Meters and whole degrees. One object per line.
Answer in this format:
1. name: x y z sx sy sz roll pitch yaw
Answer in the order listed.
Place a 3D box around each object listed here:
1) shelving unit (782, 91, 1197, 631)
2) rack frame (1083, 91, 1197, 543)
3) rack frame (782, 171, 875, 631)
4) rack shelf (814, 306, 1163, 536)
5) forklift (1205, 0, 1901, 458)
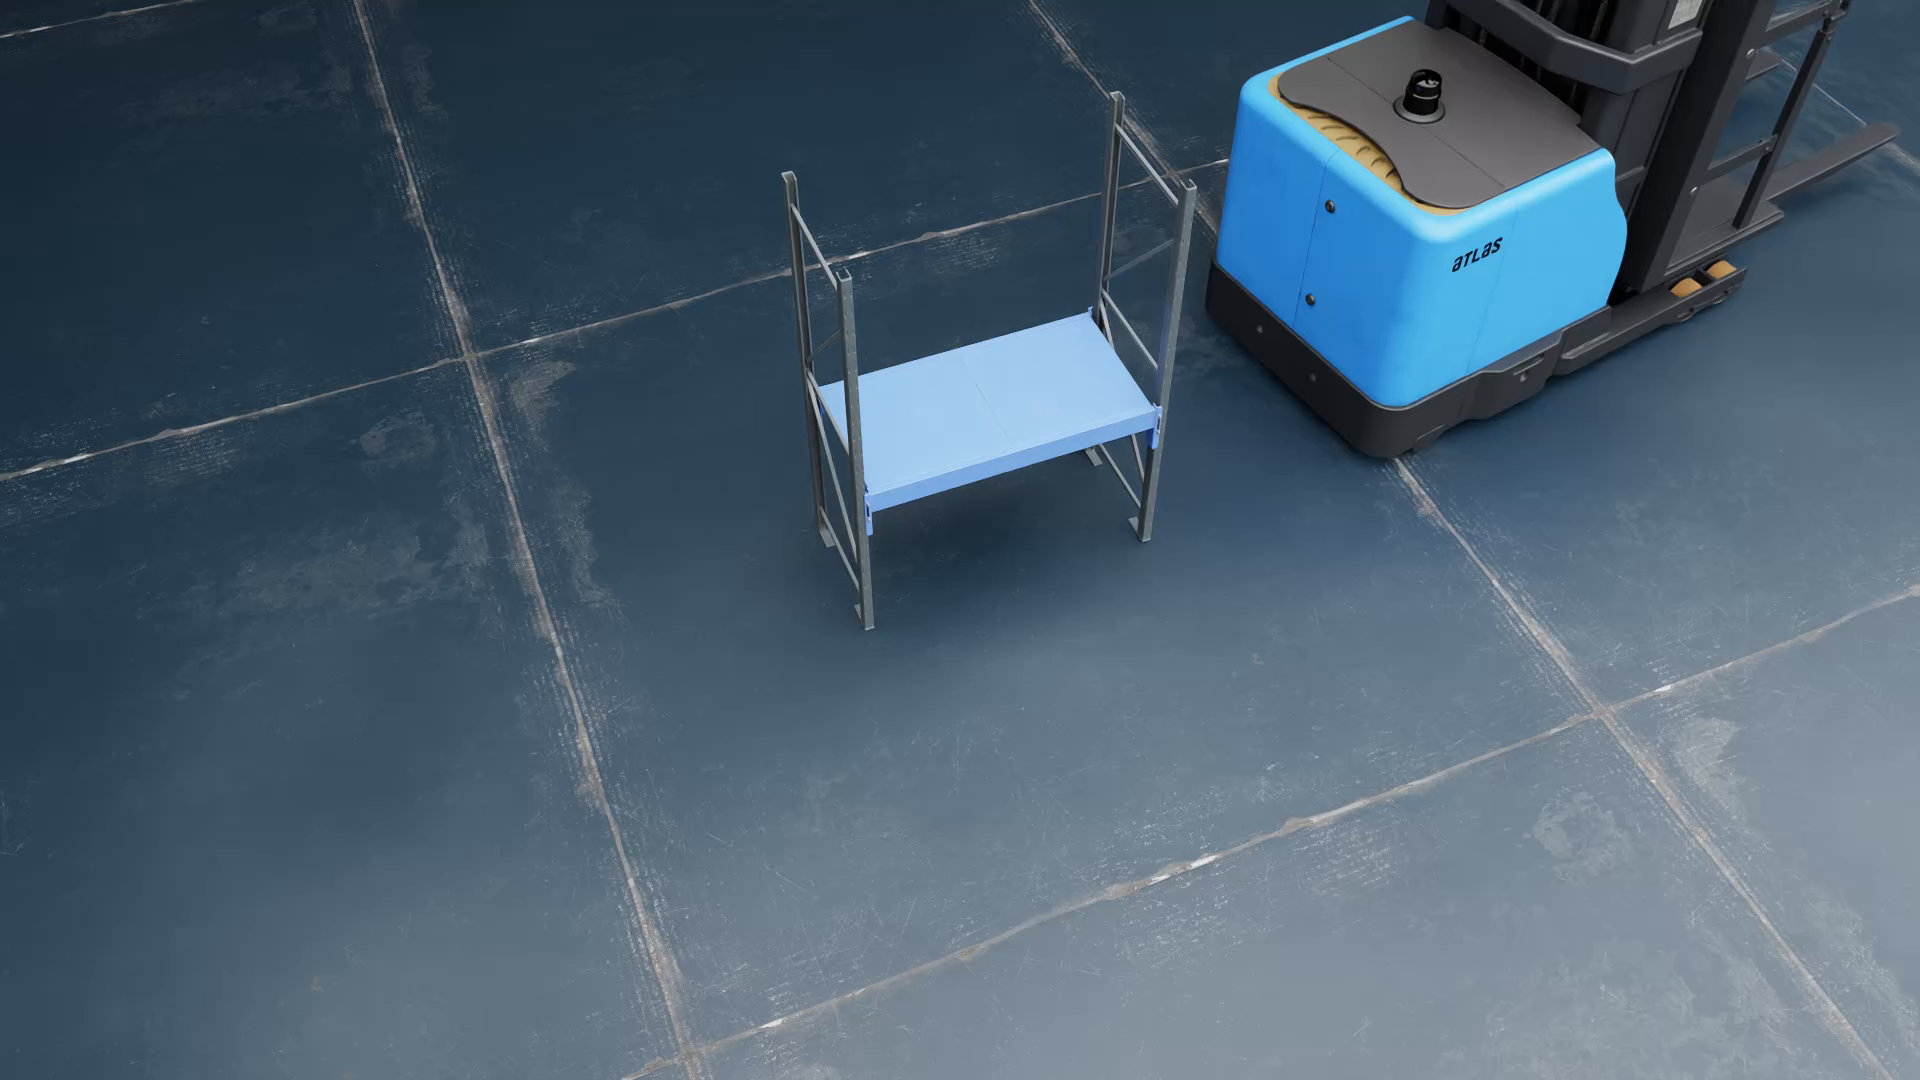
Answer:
1. shelving unit: 0.079 -0.513 5.202 1.048 1.500 0.538 -17 52 -14
2. rack frame: 0.550 -0.659 5.327 0.032 1.500 0.500 -17 52 -14
3. rack frame: -0.392 -0.367 5.077 0.032 1.500 0.500 -17 52 -14
4. rack shelf: 0.079 -0.396 5.338 1.000 0.185 0.538 -17 52 -14
5. forklift: 2.466 -2.120 5.639 3.031 2.935 1.130 -26 54 -20
